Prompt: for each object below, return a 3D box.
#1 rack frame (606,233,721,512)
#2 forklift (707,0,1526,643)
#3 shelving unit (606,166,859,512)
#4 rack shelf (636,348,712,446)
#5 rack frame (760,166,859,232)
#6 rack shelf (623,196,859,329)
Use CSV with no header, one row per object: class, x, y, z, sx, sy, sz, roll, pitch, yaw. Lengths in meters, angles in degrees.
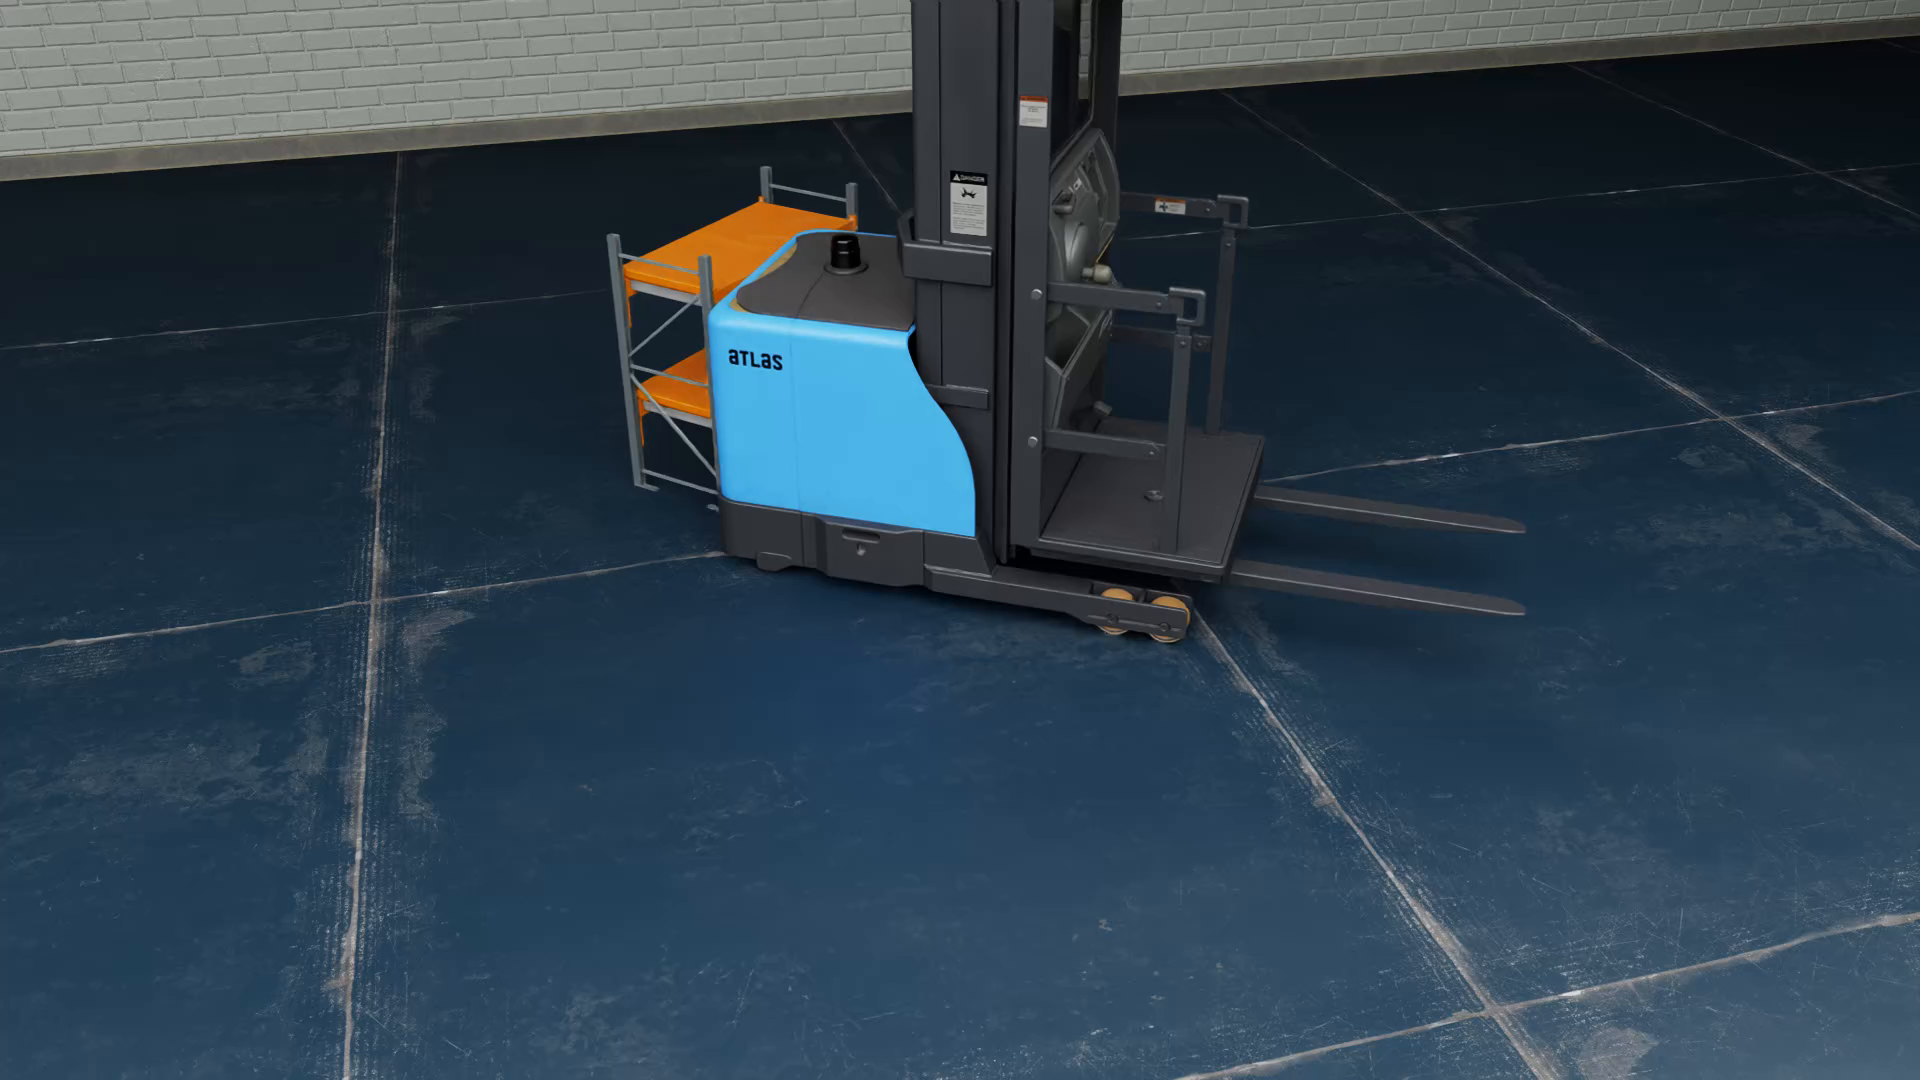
rack frame,-1.180,-0.665,6.775,0.500,1.125,0.032,16,34,26
forklift,0.634,-1.190,5.879,3.031,2.935,1.130,9,31,14
shelving unit,-0.921,-0.884,7.154,0.538,1.125,1.048,16,34,26
rack shelf,-0.921,-0.672,7.277,0.538,0.278,1.000,16,34,26
rack frame,-0.663,-1.103,7.533,0.500,1.125,0.032,16,34,26
rack shelf,-0.921,-1.137,7.008,0.538,0.278,1.000,16,34,26
